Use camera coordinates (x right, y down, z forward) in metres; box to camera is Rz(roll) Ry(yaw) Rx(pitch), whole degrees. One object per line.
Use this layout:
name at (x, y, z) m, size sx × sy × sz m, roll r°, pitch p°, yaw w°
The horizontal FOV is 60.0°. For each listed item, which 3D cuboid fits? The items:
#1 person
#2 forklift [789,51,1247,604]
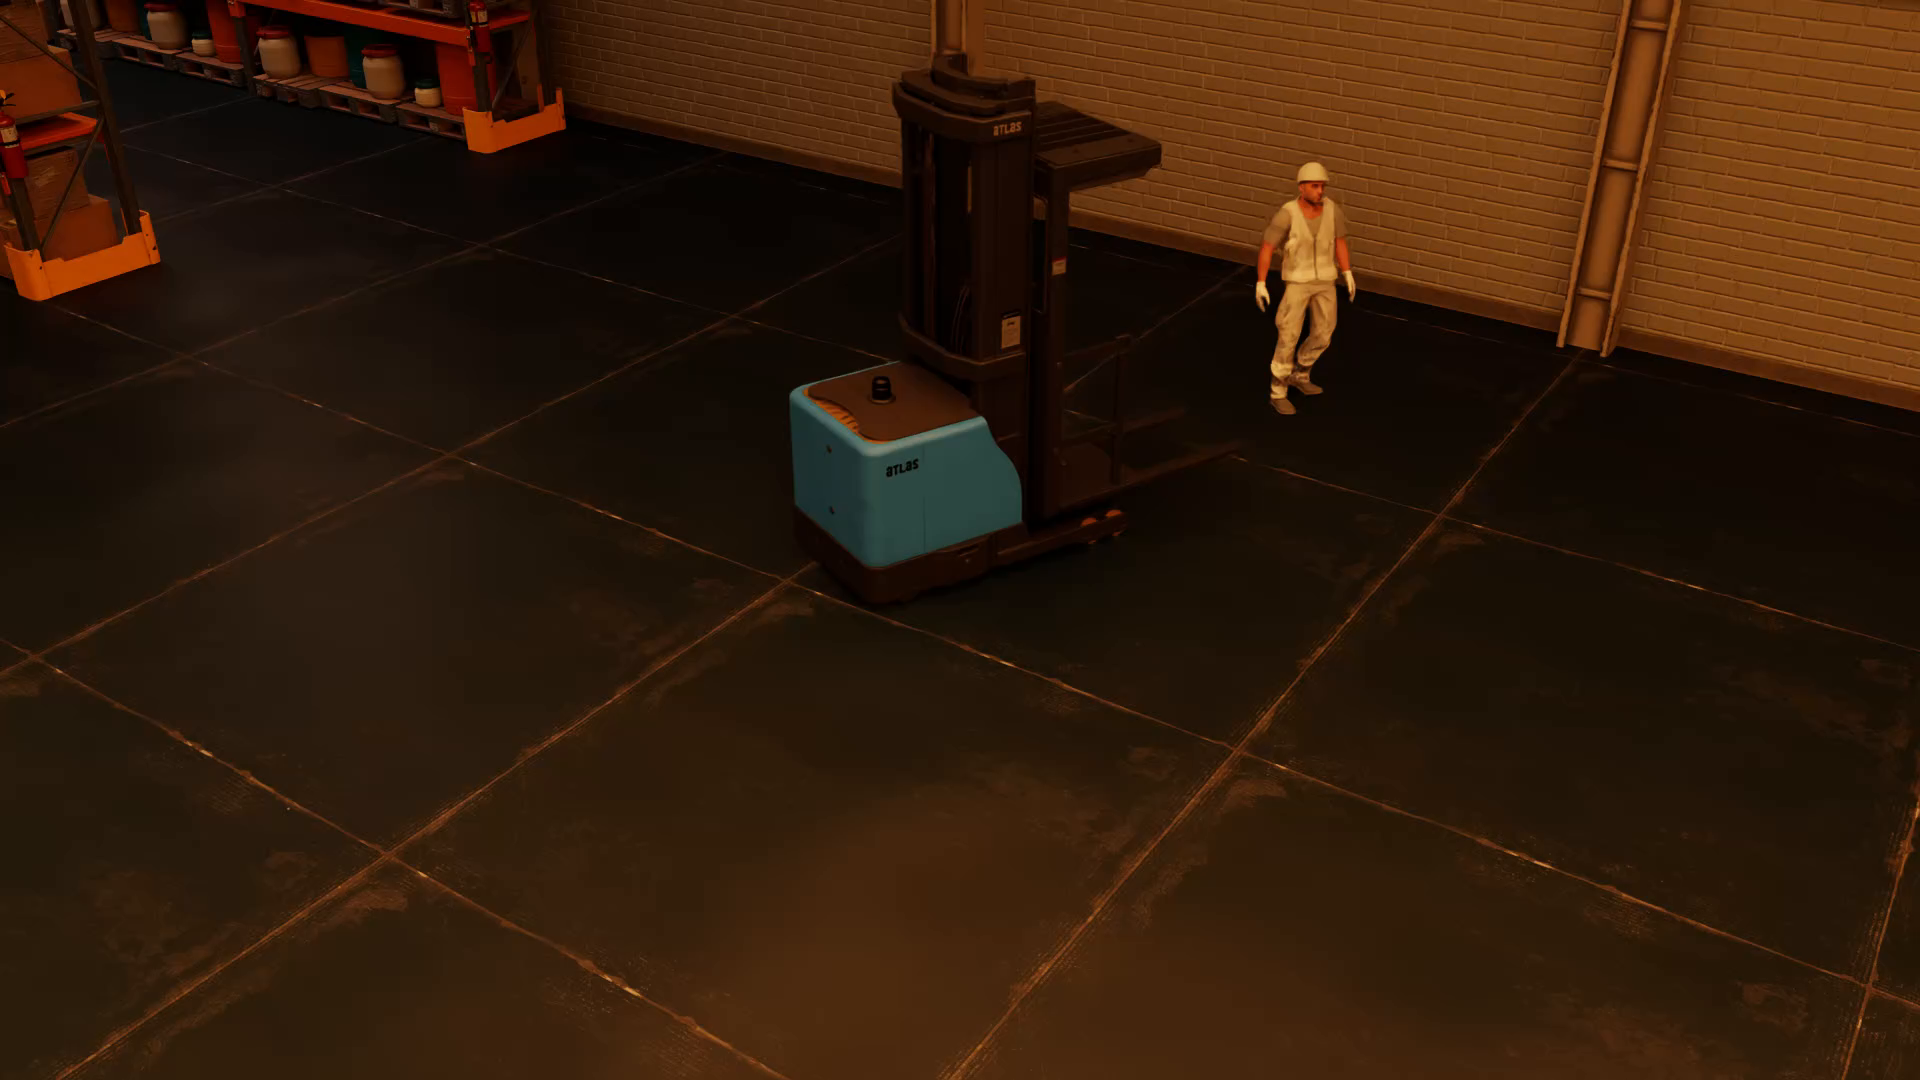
person at (2.478, -1.794, 11.862) m, size 0.738 × 1.749 × 0.634 m, roll -5°, pitch 31°, yaw -9°
forklift at (0.478, -1.445, 10.069) m, size 3.031 × 2.935 × 1.130 m, roll -18°, pitch 35°, yaw -28°
